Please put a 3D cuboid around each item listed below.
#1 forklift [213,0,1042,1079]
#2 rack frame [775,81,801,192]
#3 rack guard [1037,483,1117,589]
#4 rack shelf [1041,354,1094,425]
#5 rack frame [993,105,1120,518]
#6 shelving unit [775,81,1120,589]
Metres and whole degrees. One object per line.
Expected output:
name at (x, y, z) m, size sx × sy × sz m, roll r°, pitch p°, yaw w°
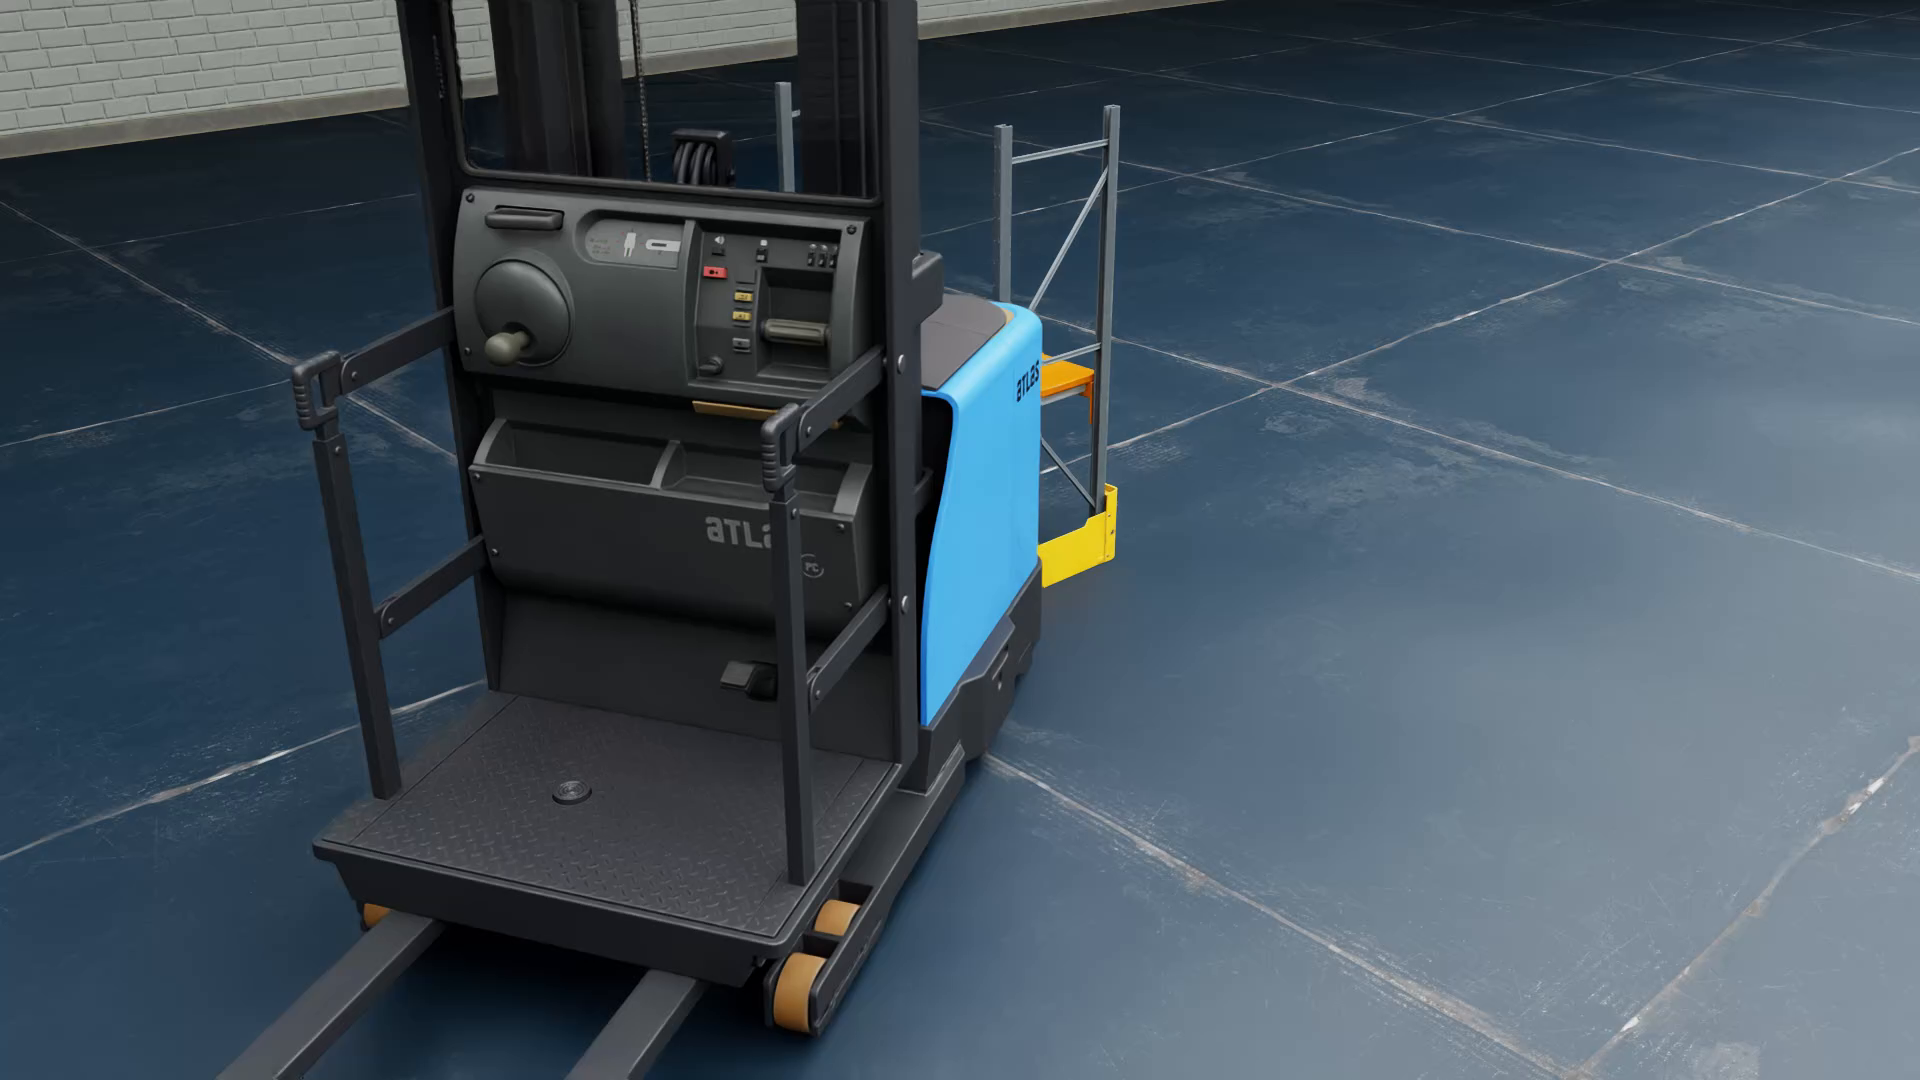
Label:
forklift at (-0.707, -0.488, 3.289) m, size 1.130 × 2.935 × 3.031 m, roll 8°, pitch 26°, yaw 17°
rack frame at (-0.406, -0.862, 5.833) m, size 0.500 × 1.500 × 0.032 m, roll -21°, pitch 32°, yaw -38°
rack guard at (0.288, 0.014, 5.418) m, size 0.587 × 0.250 × 0.087 m, roll -21°, pitch 32°, yaw -38°
rack shelf at (-0.058, -0.545, 5.570) m, size 0.538 × 0.185 × 1.000 m, roll -21°, pitch 32°, yaw -38°
rack frame at (0.289, -0.554, 5.158) m, size 0.500 × 1.500 × 0.032 m, roll -21°, pitch 32°, yaw -38°
shelving unit at (-0.052, -0.705, 5.489) m, size 0.587 × 1.500 × 1.083 m, roll -21°, pitch 32°, yaw -38°
